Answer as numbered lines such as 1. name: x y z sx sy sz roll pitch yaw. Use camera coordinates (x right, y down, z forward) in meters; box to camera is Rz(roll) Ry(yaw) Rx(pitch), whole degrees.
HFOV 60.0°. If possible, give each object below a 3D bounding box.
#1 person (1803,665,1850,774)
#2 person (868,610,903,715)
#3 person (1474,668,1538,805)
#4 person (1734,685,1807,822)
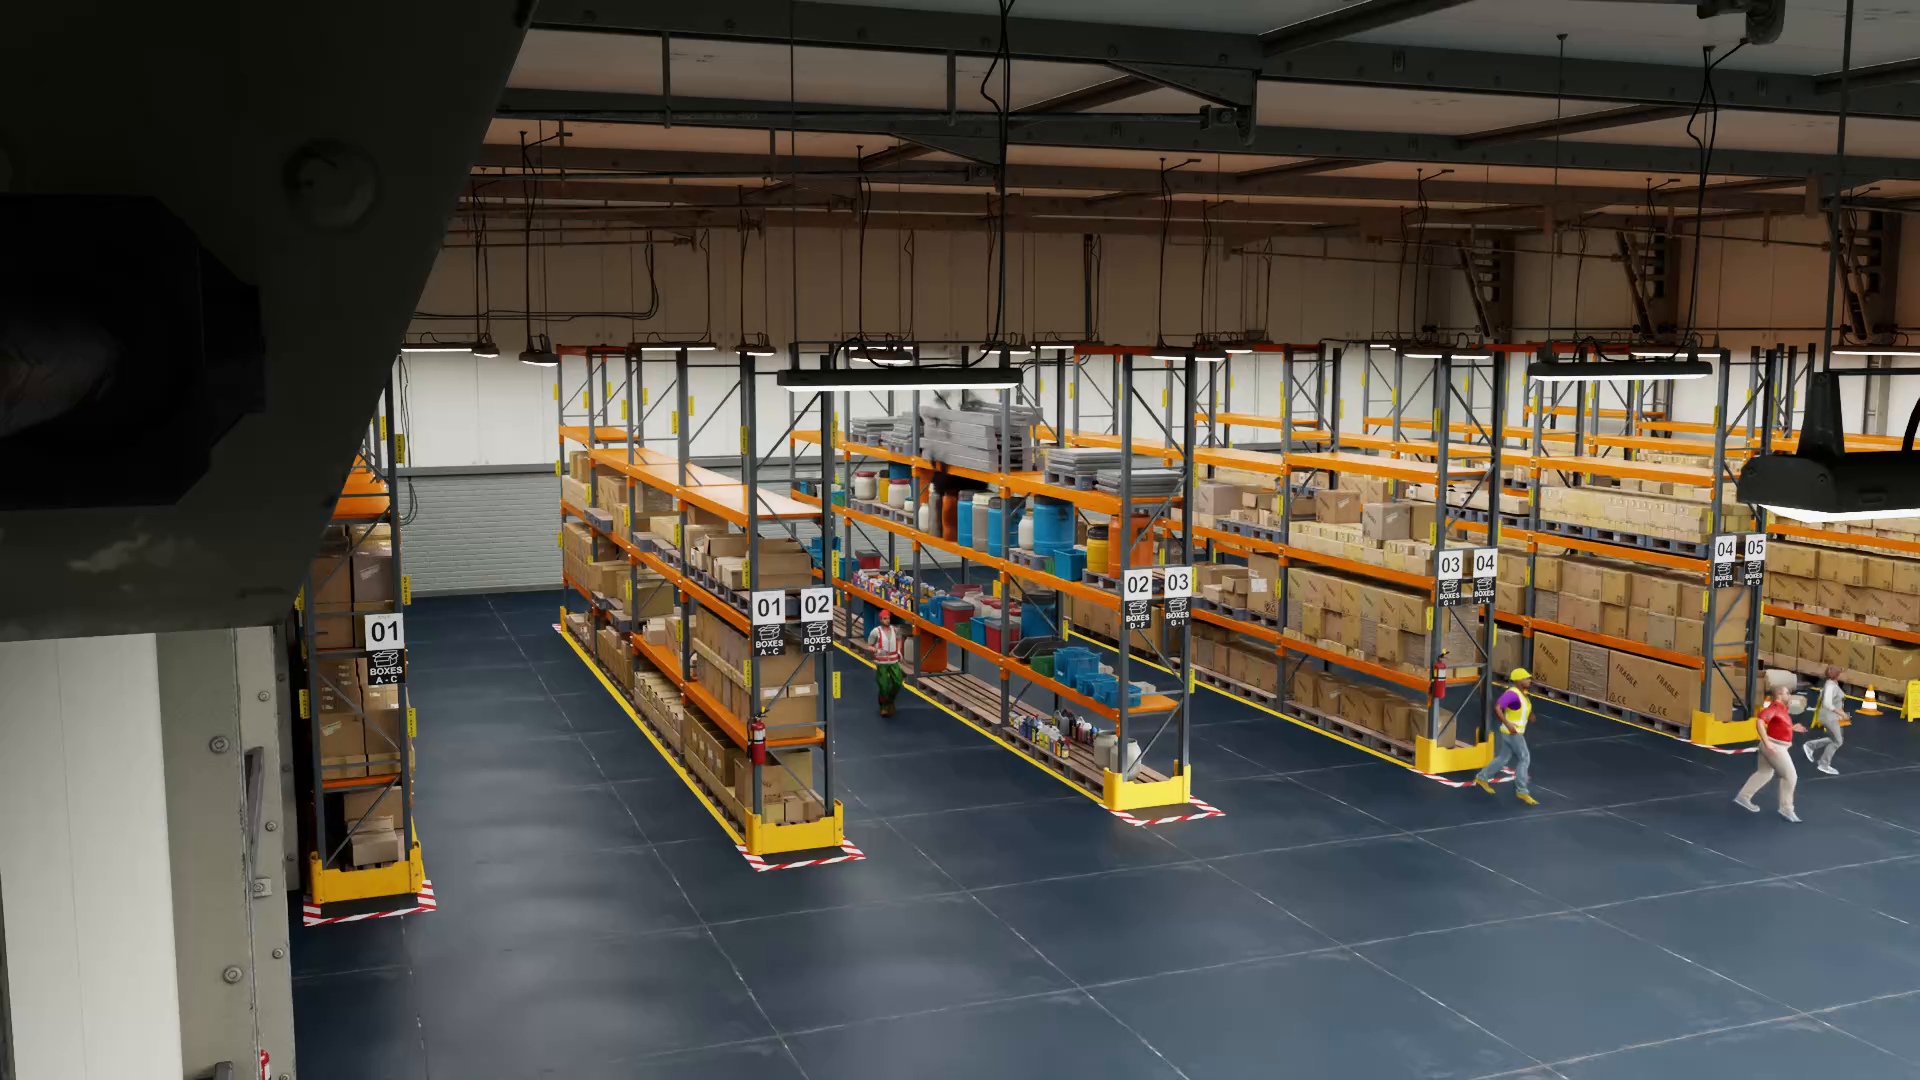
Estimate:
1. person: 12.413 2.555 23.815 0.573 1.567 0.579 4 8 28
2. person: -1.165 2.013 27.096 0.640 1.750 0.604 -3 8 -21
3. person: 7.417 2.607 22.461 0.844 1.800 0.701 3 8 22
4. person: 10.542 2.756 21.589 0.803 1.792 0.644 2 8 16
